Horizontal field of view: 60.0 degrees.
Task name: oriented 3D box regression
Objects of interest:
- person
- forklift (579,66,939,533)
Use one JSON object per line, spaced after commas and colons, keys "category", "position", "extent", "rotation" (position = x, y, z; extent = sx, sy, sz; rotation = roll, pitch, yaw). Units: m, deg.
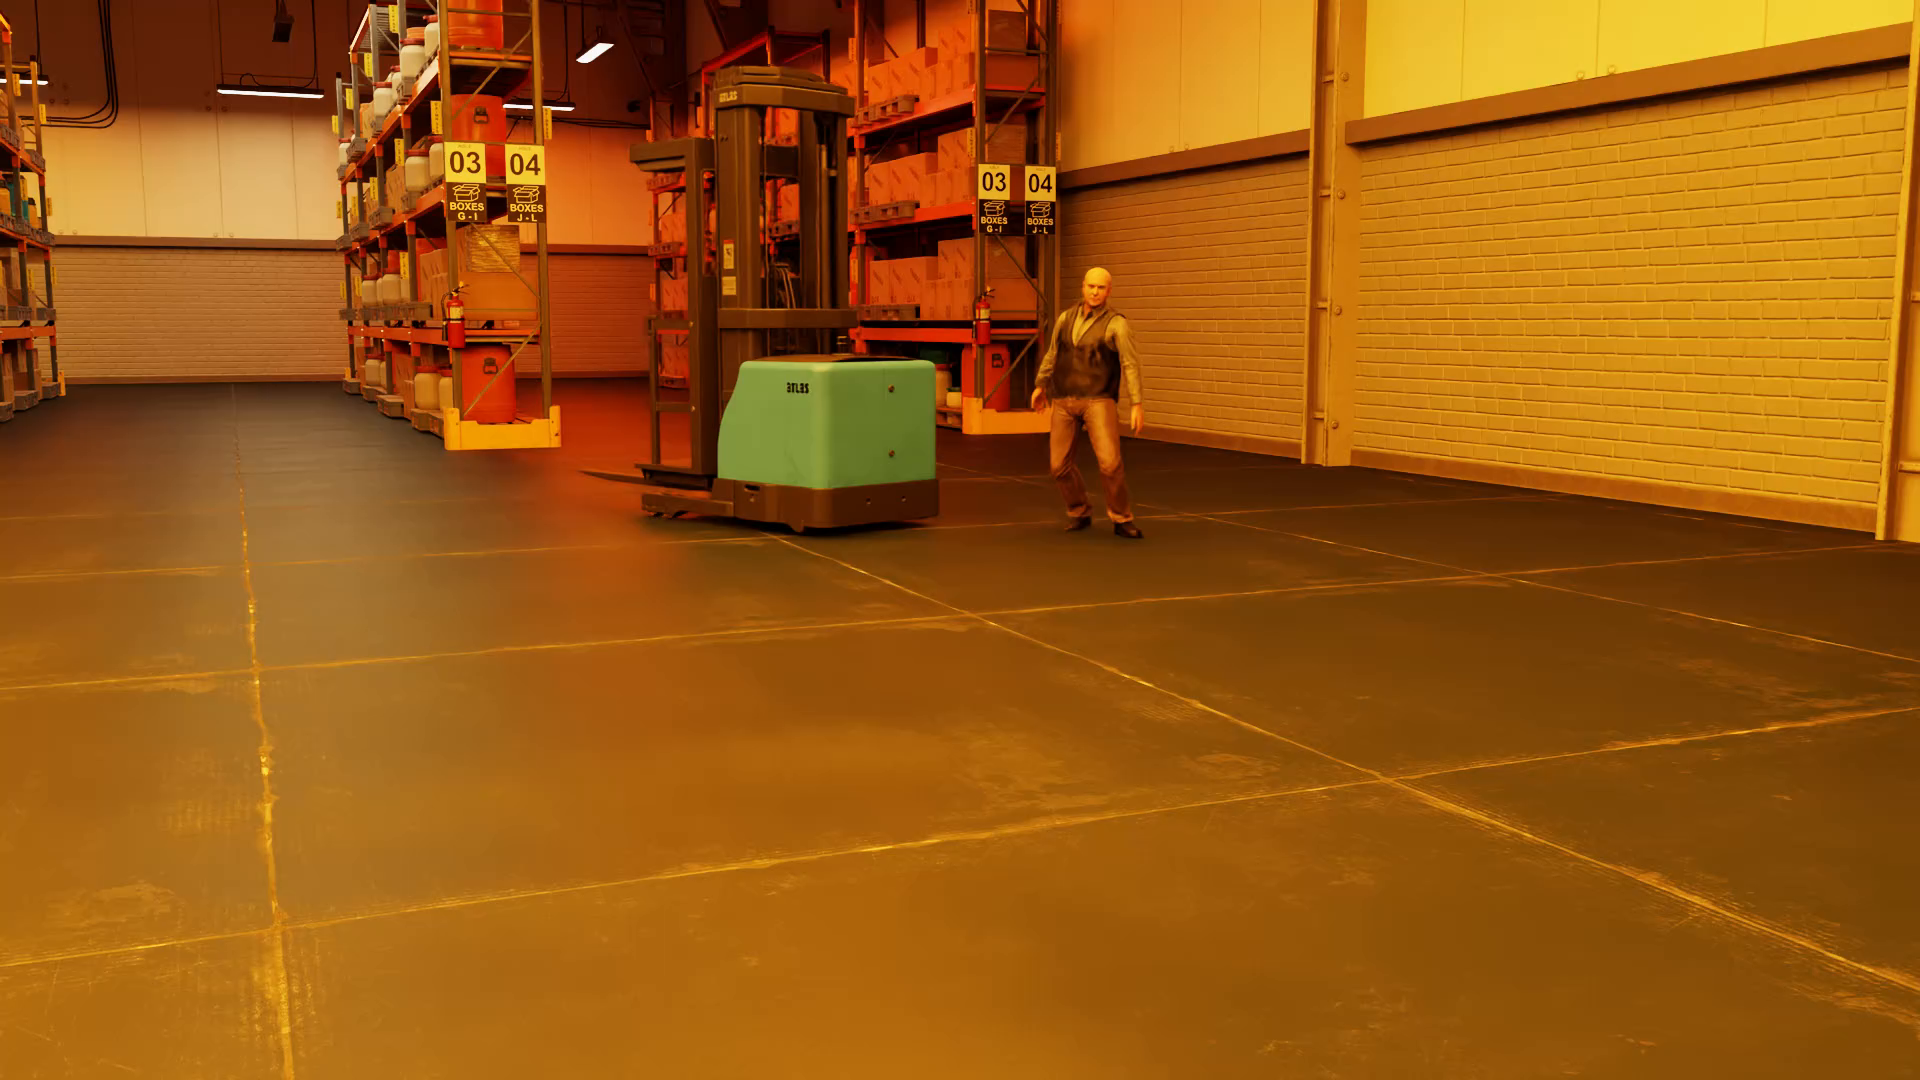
{"category": "person", "position": [0.808, -0.848, 10.443], "extent": [0.874, 1.695, 0.471], "rotation": [6, 9, 37]}
{"category": "forklift", "position": [-1.534, -1.637, 11.361], "extent": [1.130, 2.935, 3.031], "rotation": [-7, 11, -44]}
